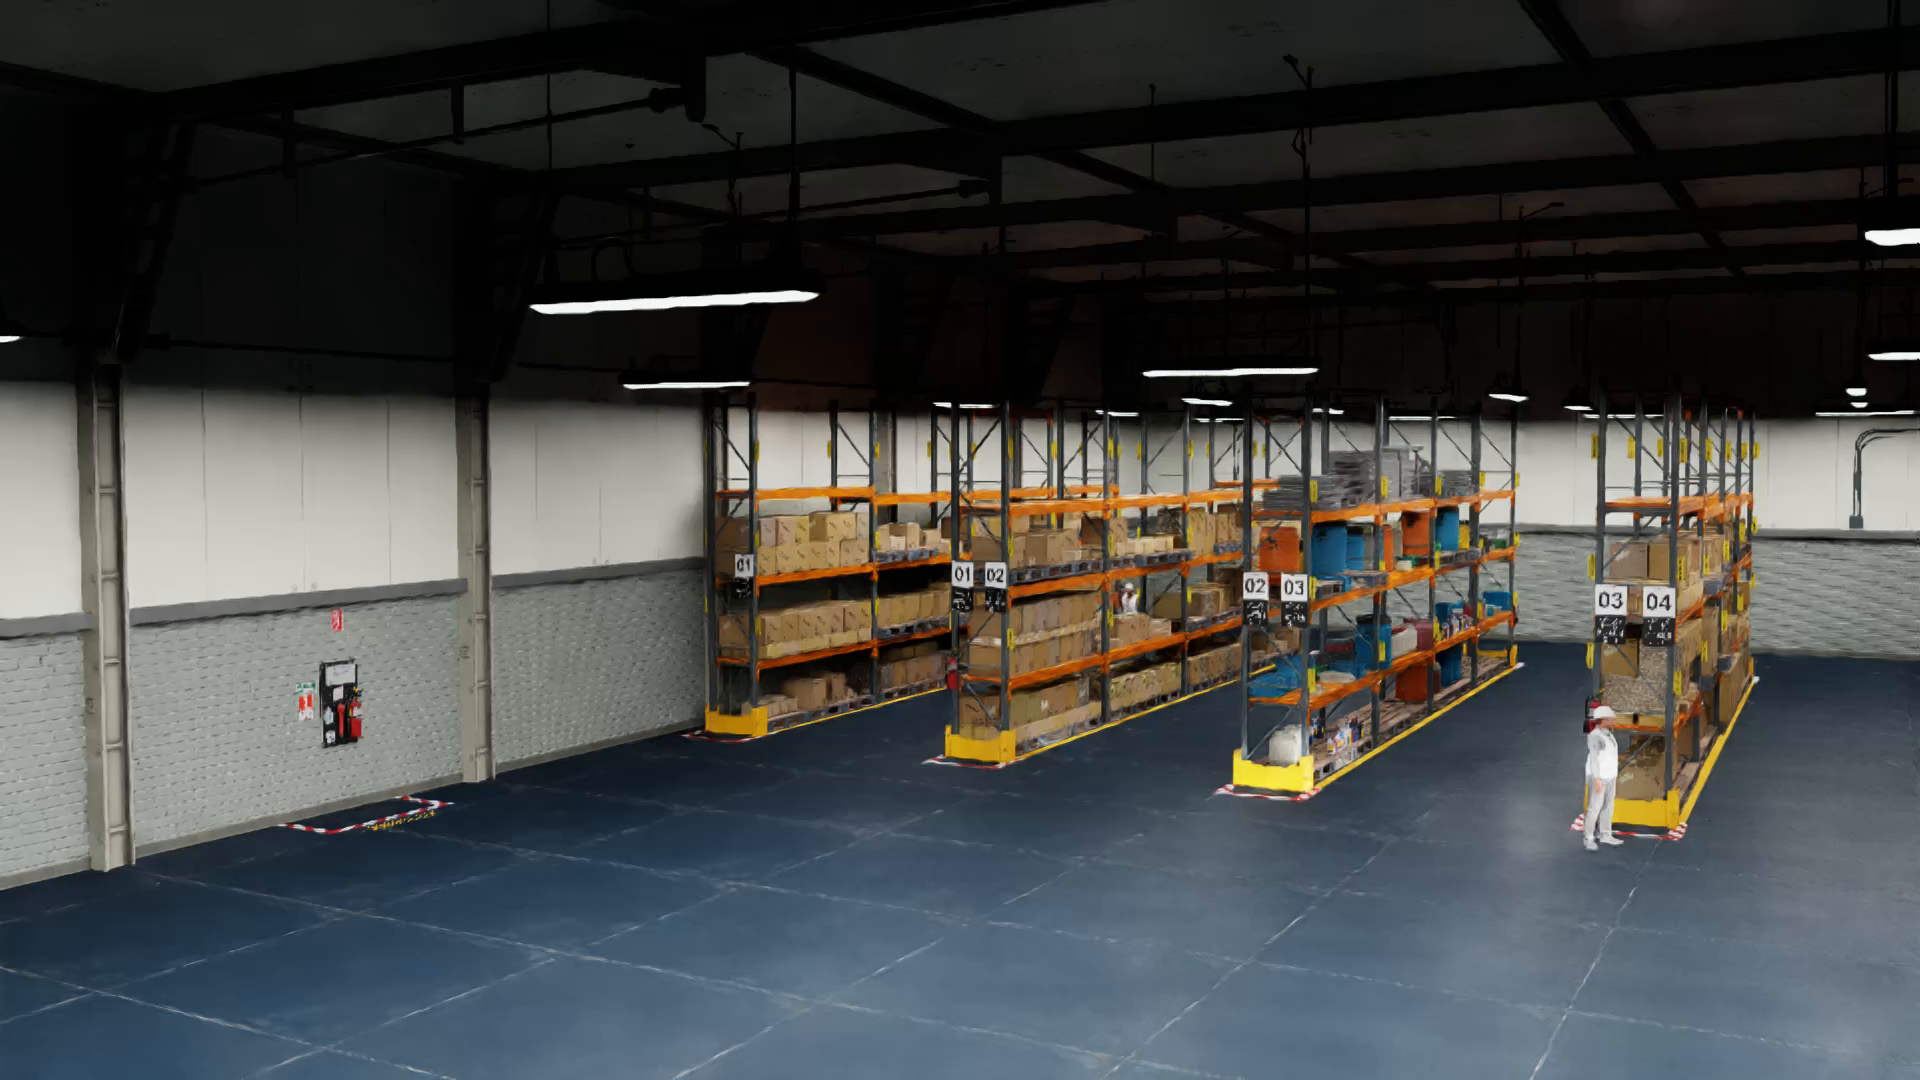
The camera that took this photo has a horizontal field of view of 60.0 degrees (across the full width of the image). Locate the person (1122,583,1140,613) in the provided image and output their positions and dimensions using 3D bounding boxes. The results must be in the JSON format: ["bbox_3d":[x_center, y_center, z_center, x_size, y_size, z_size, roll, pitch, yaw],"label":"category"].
[{"bbox_3d":[4.218,1.914,41.135,0.563,1.707,1.127,2,3,27],"label":"person"}]

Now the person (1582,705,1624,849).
[{"bbox_3d":[8.097,2.966,20.941,0.397,1.780,0.611,3,4,43],"label":"person"}]
